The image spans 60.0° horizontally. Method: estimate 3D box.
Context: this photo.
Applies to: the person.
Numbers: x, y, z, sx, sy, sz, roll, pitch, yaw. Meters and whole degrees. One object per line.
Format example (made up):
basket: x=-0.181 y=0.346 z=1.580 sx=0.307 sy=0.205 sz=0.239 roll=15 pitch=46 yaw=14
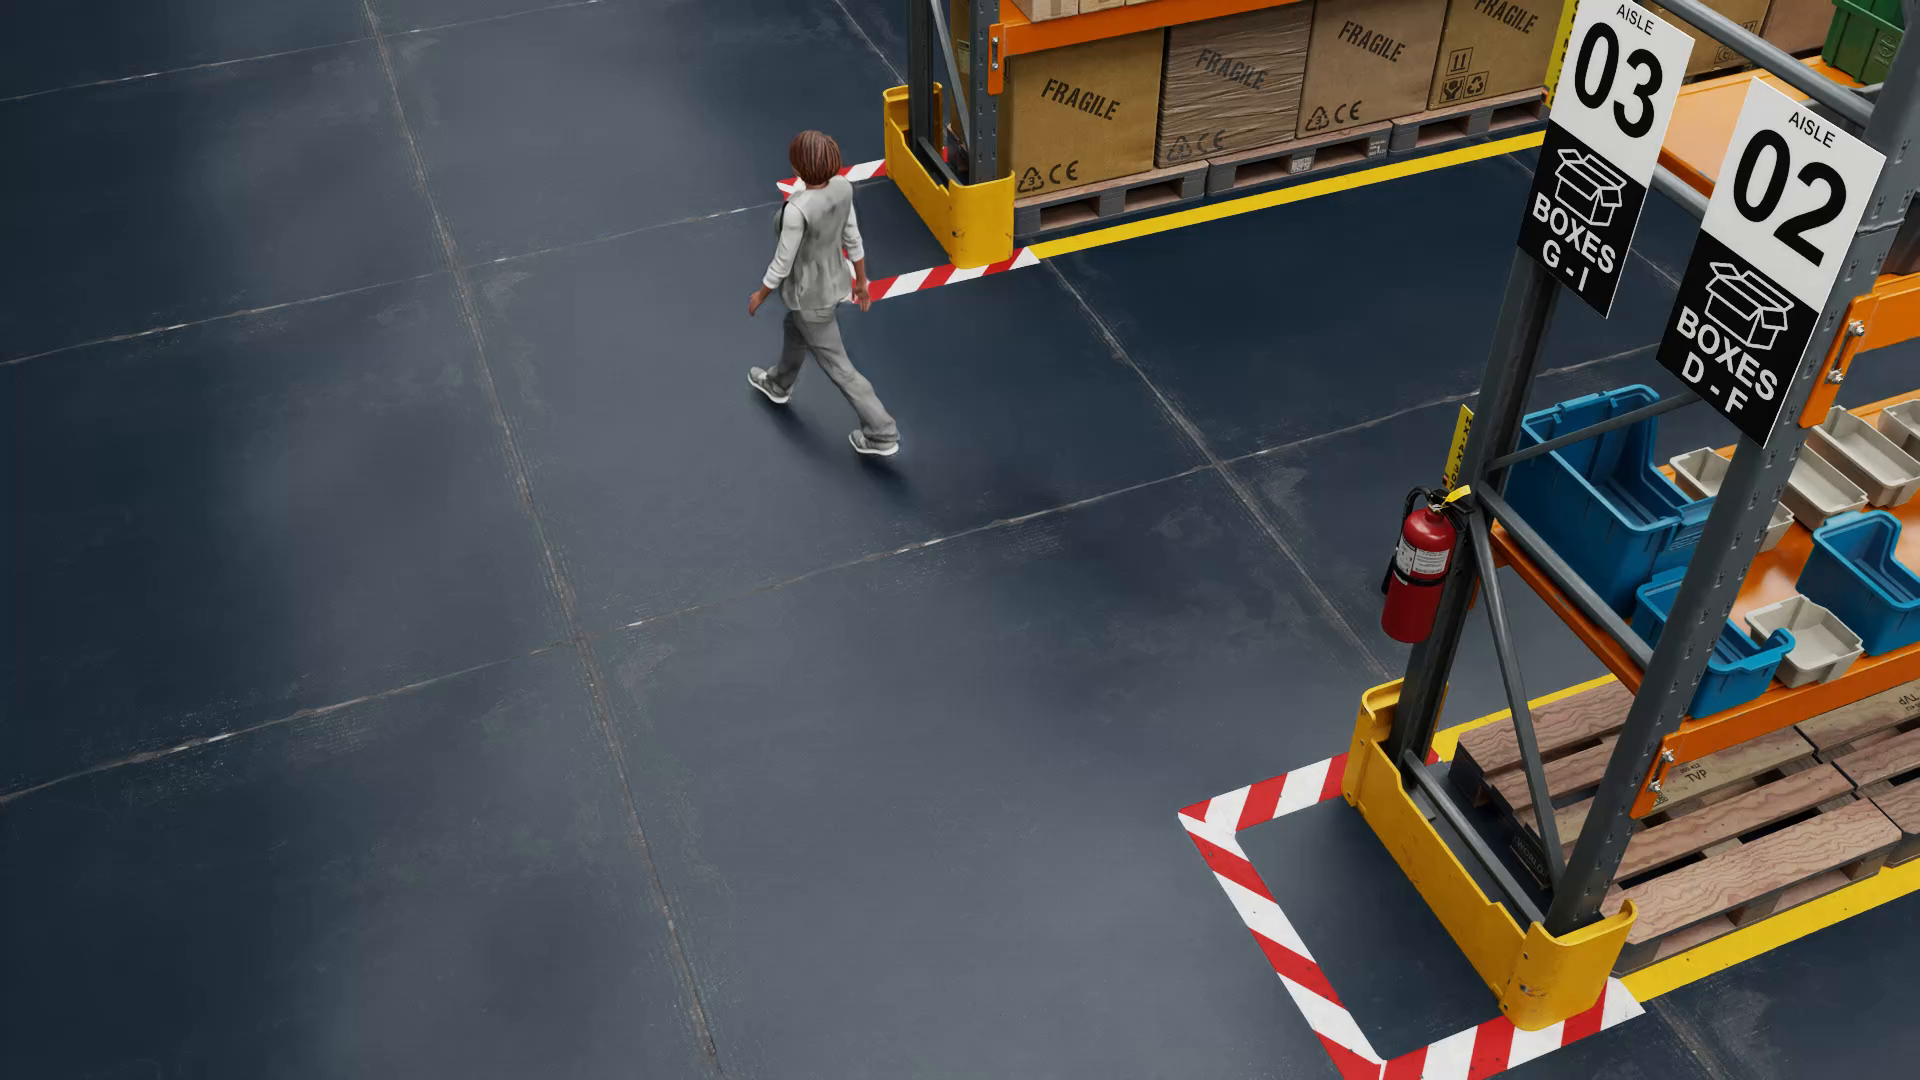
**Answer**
person: x=-0.675 y=-1.115 z=7.381 sx=0.979 sy=1.533 sz=0.429 roll=22 pitch=47 yaw=22
